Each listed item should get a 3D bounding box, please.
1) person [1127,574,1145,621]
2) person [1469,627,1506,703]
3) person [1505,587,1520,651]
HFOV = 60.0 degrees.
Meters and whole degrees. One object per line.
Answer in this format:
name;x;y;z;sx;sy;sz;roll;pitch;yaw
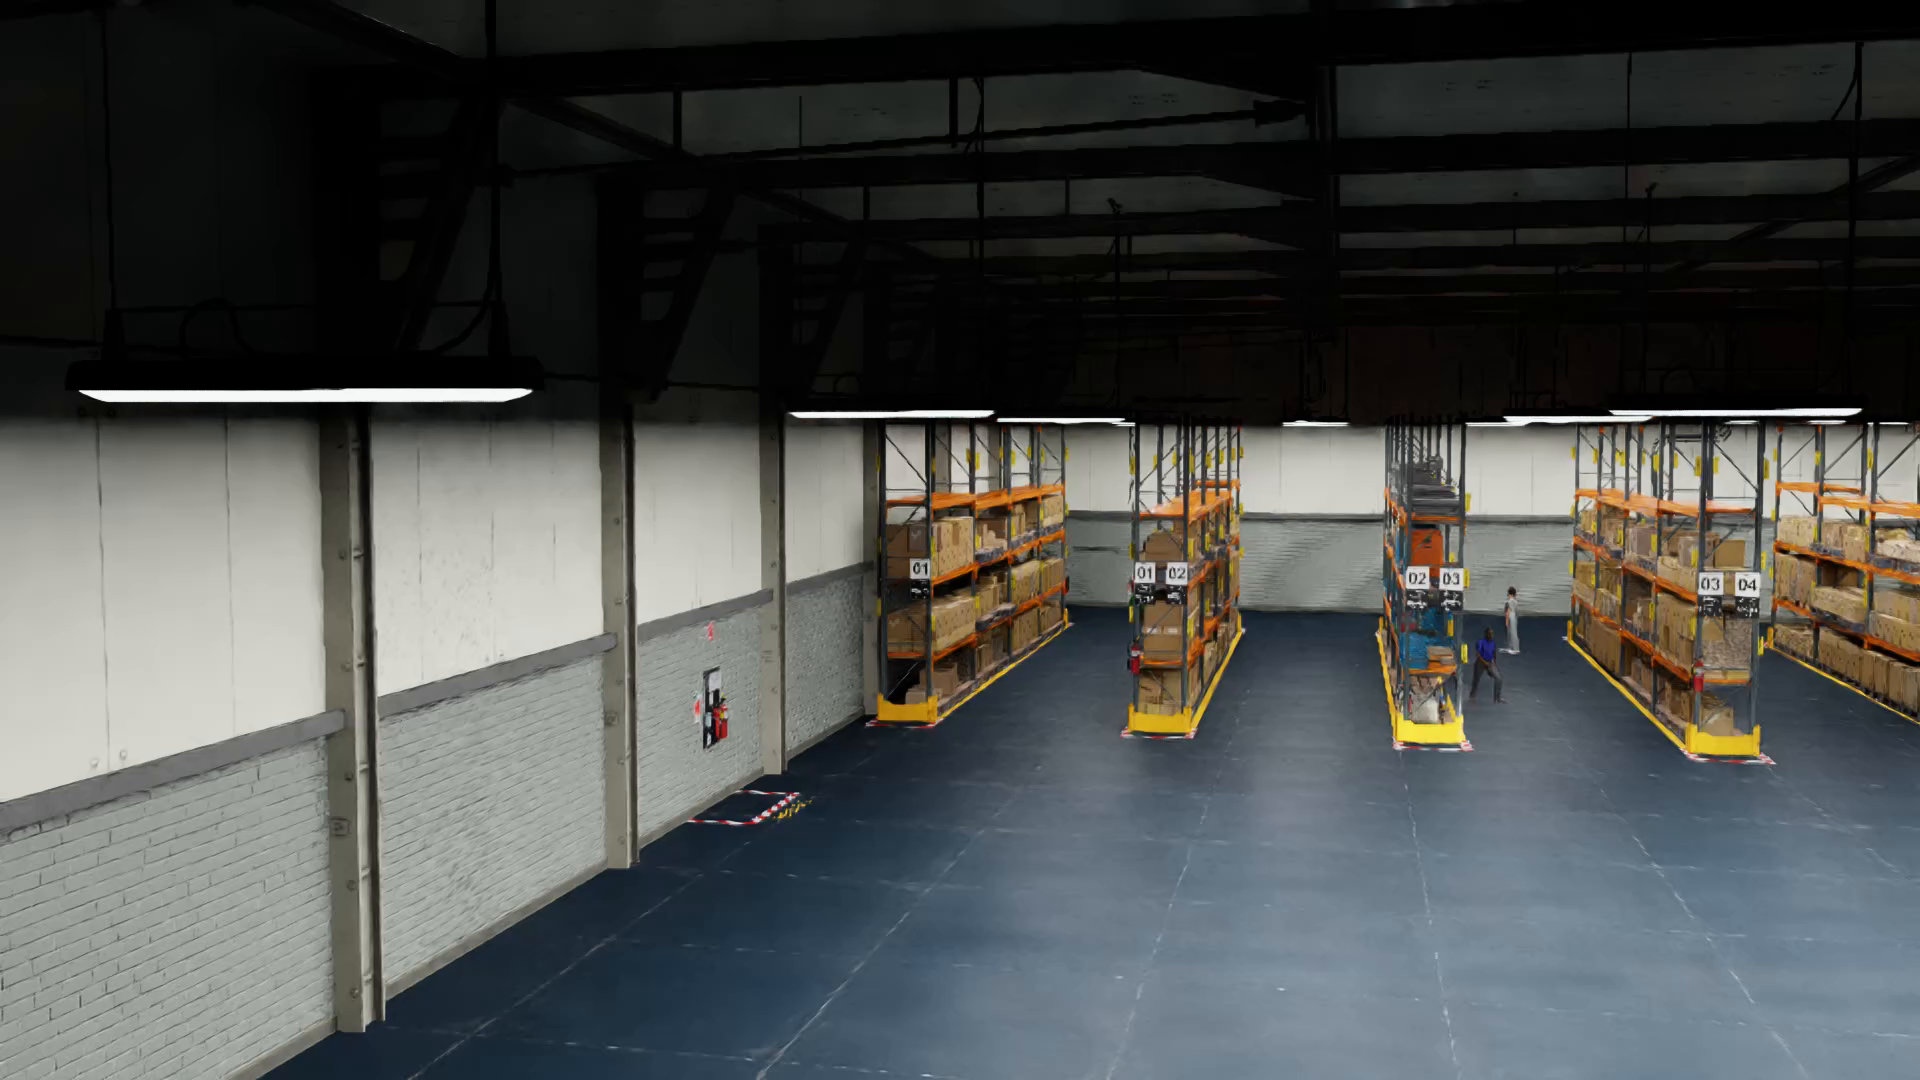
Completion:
person;5.185;1.558;48.435;0.639;1.685;0.552;1;4;11
person;10.927;2.645;34.545;0.602;1.477;0.745;-1;4;-11
person;14.032;1.990;42.181;0.450;1.603;0.543;2;5;33
